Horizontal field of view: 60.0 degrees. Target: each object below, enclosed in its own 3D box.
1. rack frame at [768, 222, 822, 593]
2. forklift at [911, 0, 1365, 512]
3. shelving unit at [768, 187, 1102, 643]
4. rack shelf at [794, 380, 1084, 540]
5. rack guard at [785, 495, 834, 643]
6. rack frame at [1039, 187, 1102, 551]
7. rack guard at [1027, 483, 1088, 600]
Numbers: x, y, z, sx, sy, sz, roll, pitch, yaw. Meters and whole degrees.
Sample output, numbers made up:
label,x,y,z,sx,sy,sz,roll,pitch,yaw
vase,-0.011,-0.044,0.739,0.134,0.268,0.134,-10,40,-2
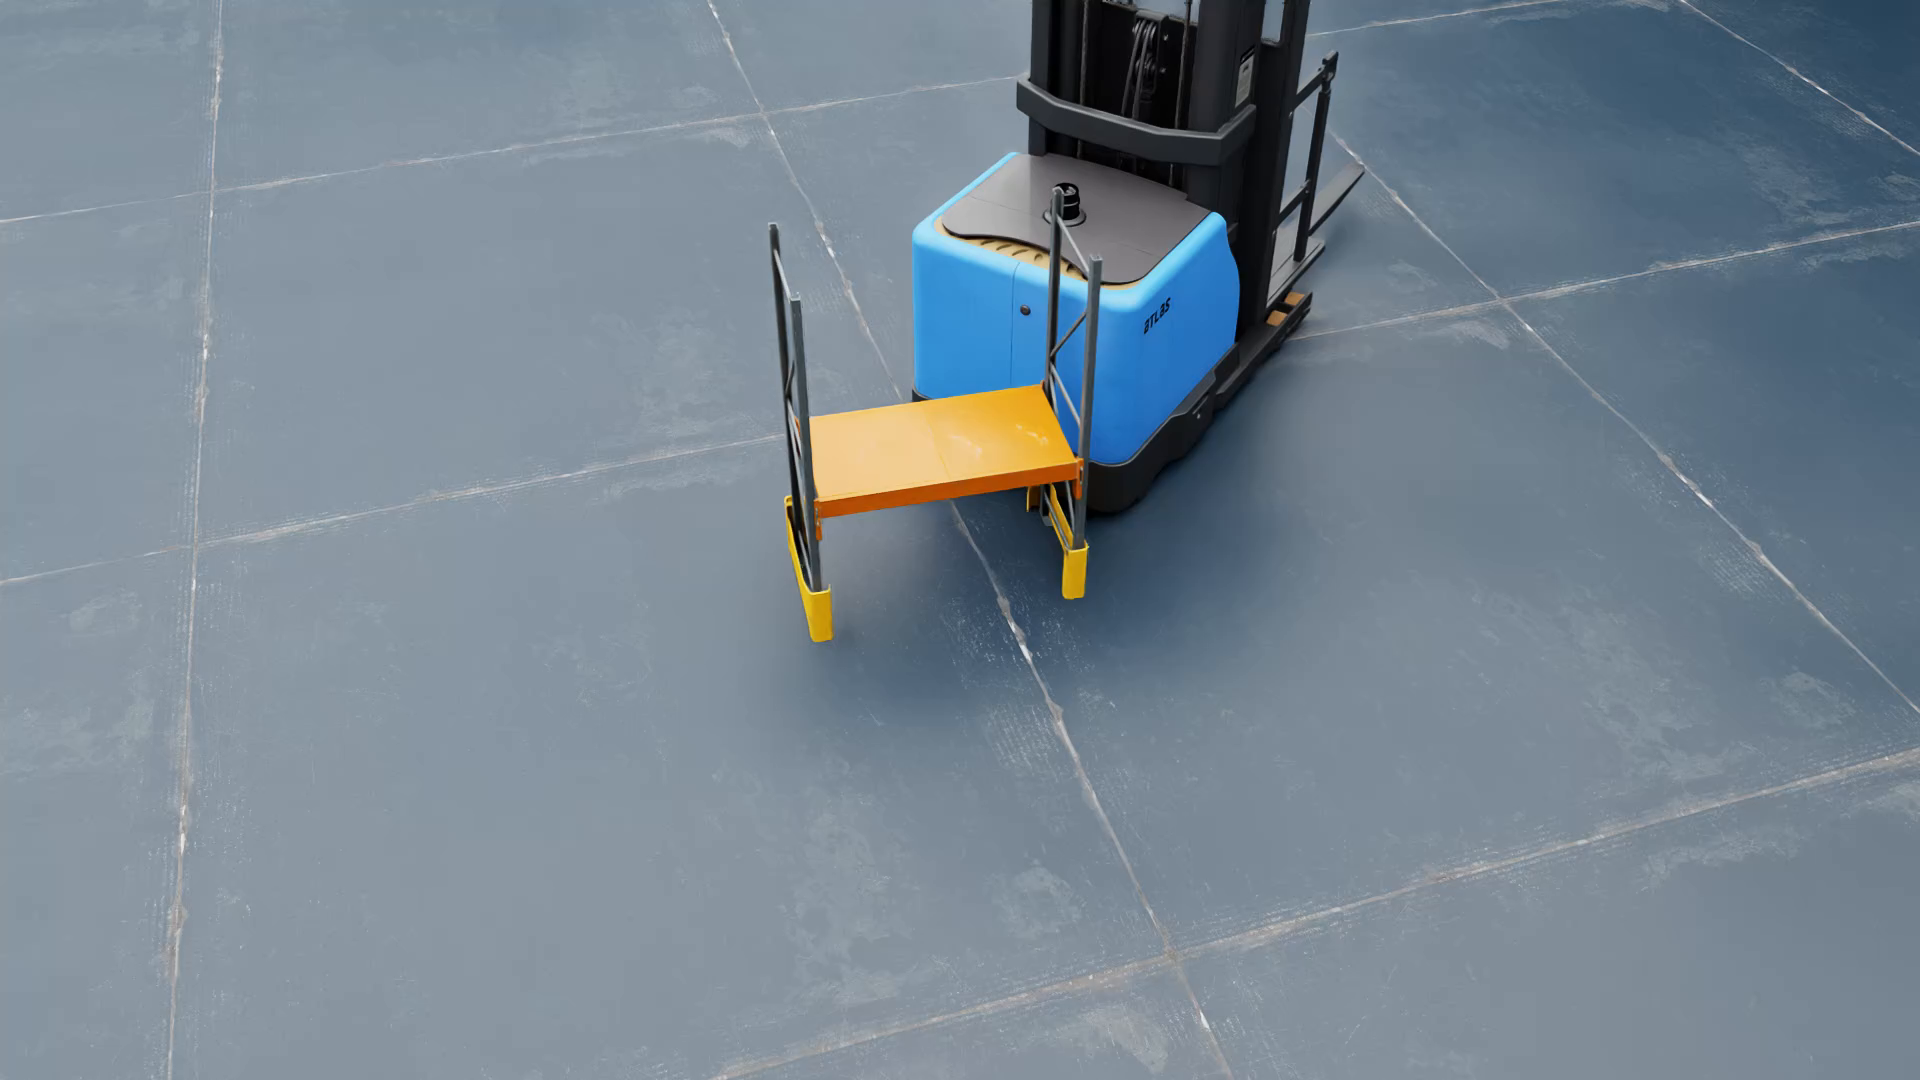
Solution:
label,x,y,z,sx,sy,sz,roll,pitch,yaw
rack frame,-0.587,-0.367,6.030,0.032,1.500,0.500,-9,42,-10
forklift,1.010,-2.160,6.995,1.130,2.935,3.031,23,46,24
shelving unit,-0.102,-0.445,6.119,1.083,1.500,0.587,-9,42,-10
rack shelf,-0.093,-0.311,6.239,1.000,0.185,0.538,-9,42,-10
rack guard,-0.586,0.103,6.442,0.087,0.250,0.587,-9,42,-10
rack frame,0.401,-0.525,6.211,0.032,1.500,0.500,-9,42,-10
rack guard,0.382,-0.051,6.619,0.087,0.250,0.587,-9,42,-10
